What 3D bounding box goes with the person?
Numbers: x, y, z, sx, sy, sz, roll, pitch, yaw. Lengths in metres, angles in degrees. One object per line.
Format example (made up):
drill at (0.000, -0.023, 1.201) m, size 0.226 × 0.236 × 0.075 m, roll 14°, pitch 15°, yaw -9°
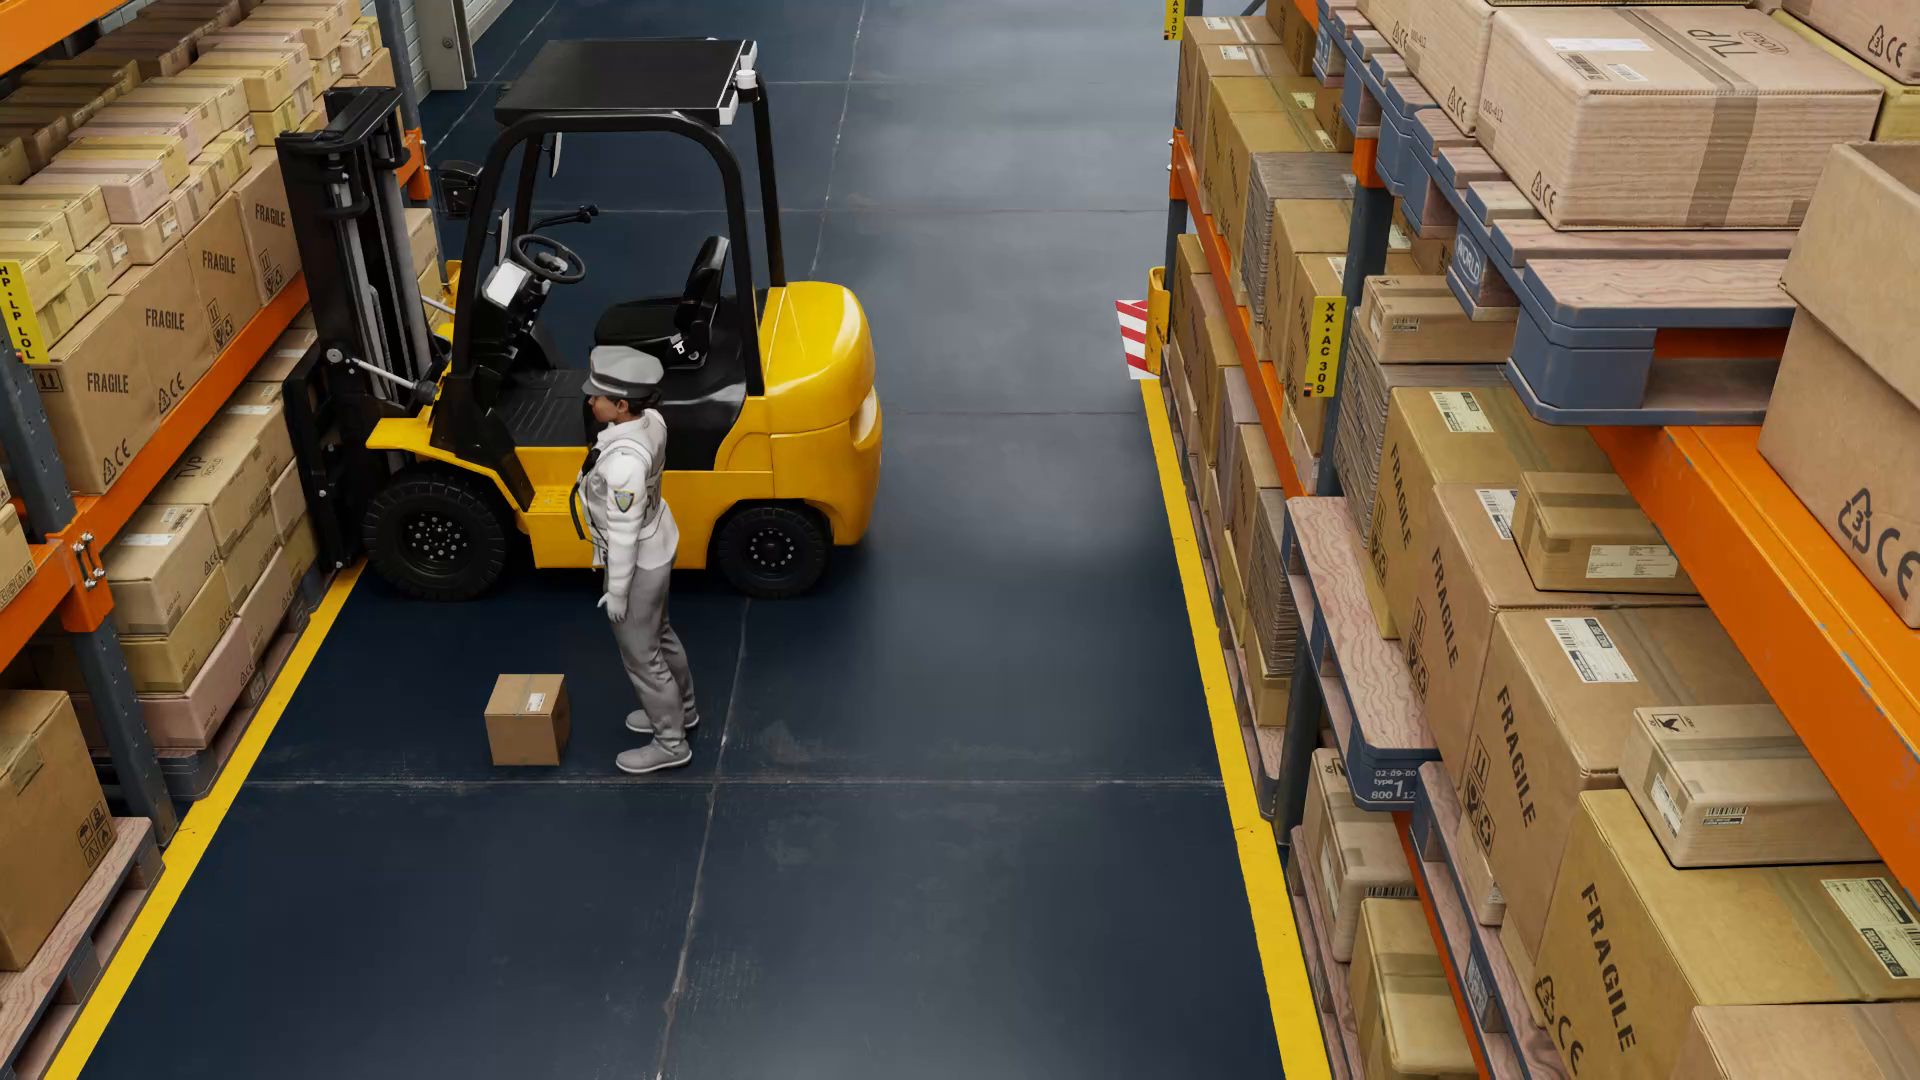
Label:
person at (-1.169, 0.085, 5.983) m, size 0.344 × 1.684 × 0.467 m, roll 1°, pitch 32°, yaw 1°
